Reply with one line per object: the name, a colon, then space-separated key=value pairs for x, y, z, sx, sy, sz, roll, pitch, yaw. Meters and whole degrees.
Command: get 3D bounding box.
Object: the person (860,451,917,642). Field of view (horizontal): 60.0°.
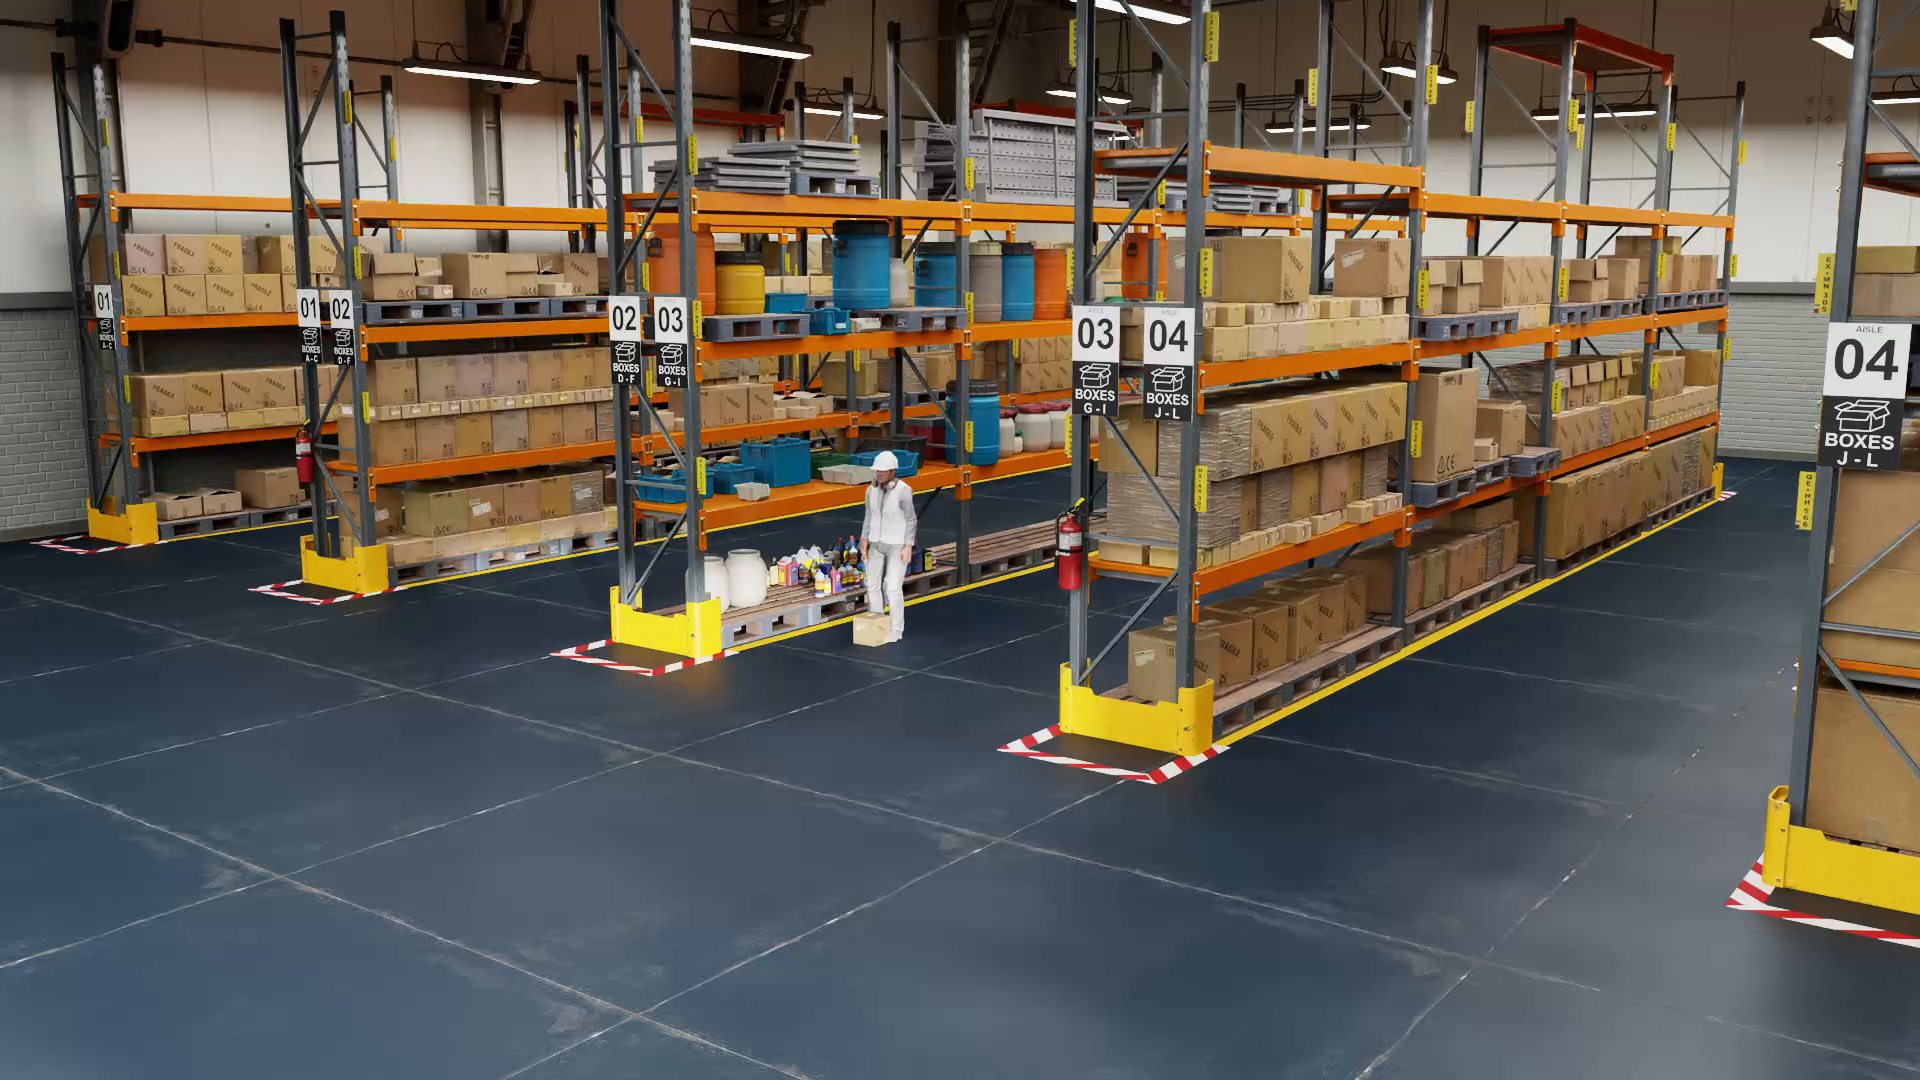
person: x=-0.676 y=0.046 z=15.549 sx=0.581 sy=1.771 sz=0.472 roll=7 pitch=12 yaw=34
